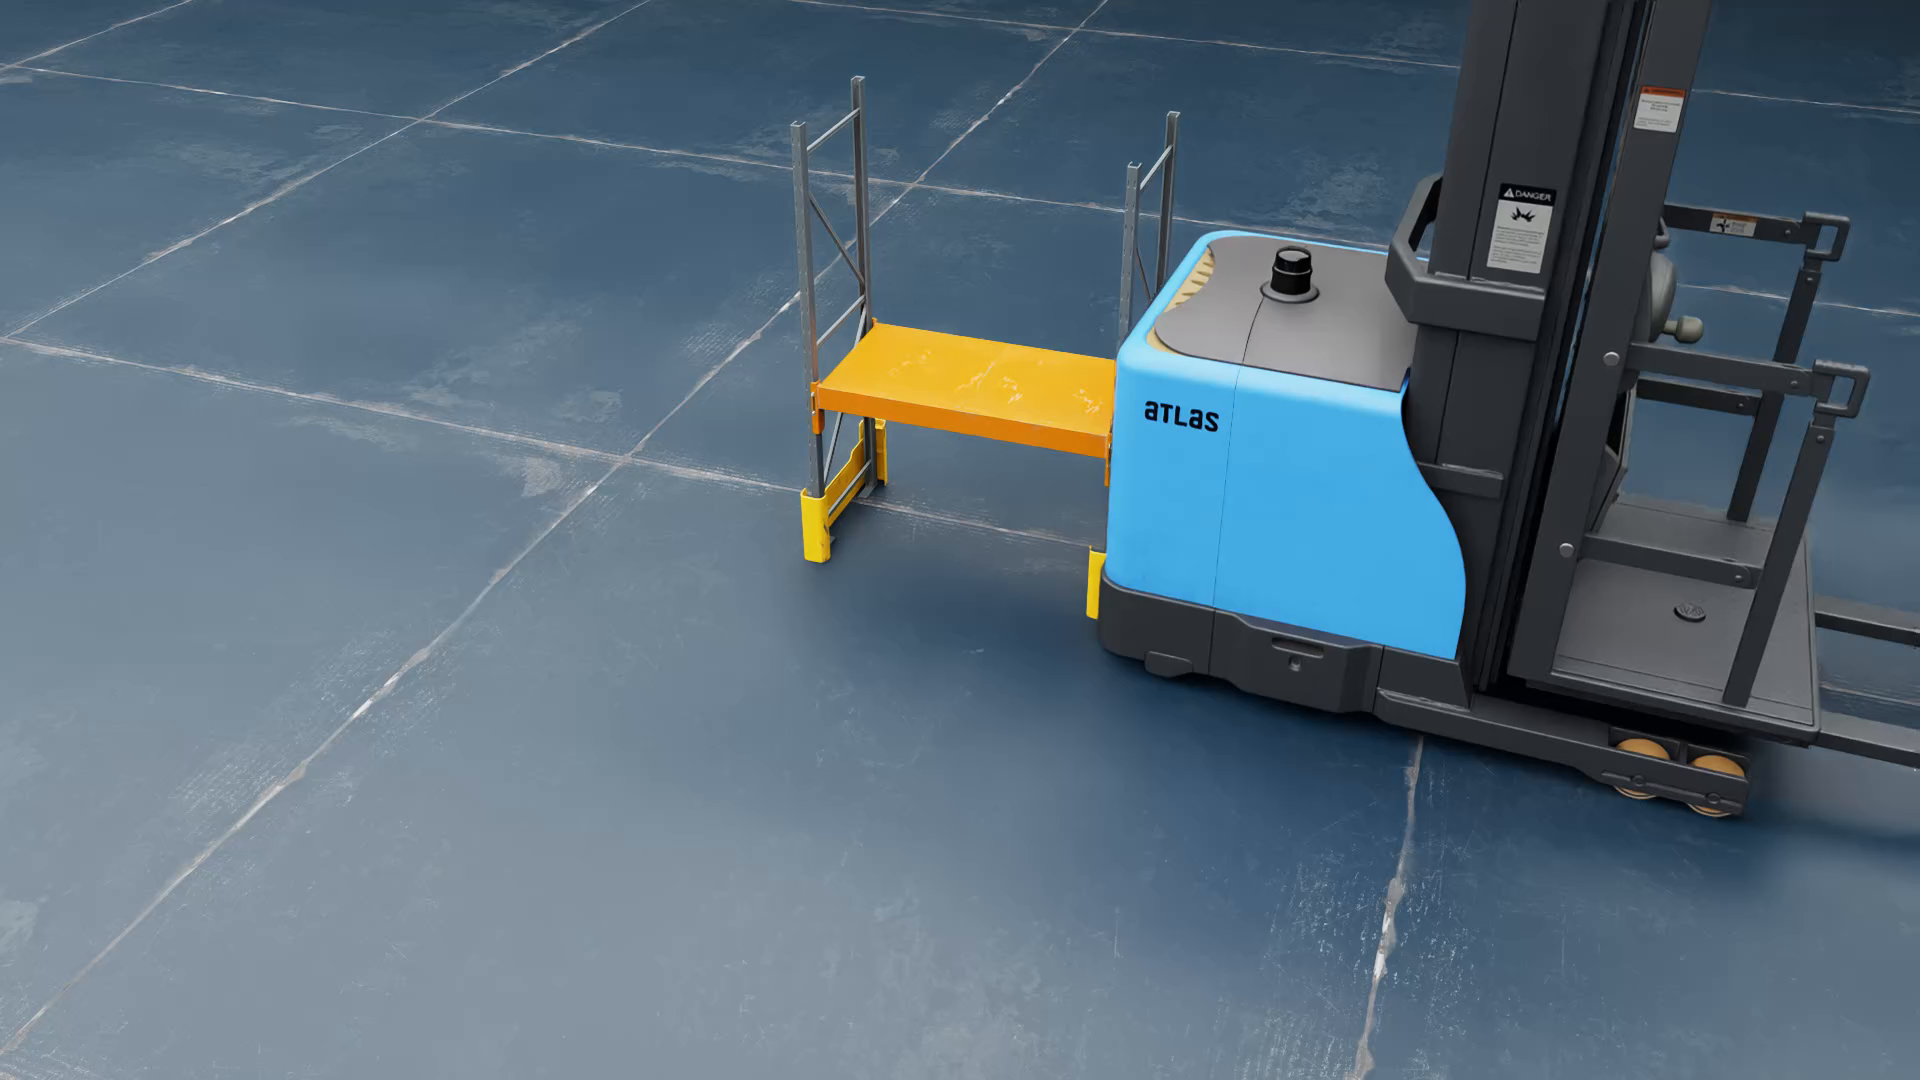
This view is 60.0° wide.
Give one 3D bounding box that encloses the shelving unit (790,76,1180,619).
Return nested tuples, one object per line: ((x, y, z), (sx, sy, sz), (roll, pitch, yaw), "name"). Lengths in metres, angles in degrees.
((0.072, -0.616, 5.322), (1.083, 1.500, 0.587), (11, 34, 16), "shelving unit")

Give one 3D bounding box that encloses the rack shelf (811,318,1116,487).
((0.080, -0.463, 5.417), (1.000, 0.185, 0.538), (11, 34, 16), "rack shelf")

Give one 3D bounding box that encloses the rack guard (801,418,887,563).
((-0.397, -0.182, 5.802), (0.087, 0.250, 0.587), (11, 34, 16), "rack guard")

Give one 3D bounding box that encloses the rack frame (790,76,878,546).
((-0.398, -0.708, 5.463), (0.032, 1.500, 0.500), (11, 34, 16), "rack frame")

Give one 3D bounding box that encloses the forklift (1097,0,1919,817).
((1.994, -0.799, 4.285), (3.031, 2.935, 1.130), (12, 35, 18), "forklift")

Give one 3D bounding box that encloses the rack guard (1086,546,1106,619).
((0.540, 0.000, 5.519), (0.087, 0.250, 0.587), (11, 34, 16), "rack guard")

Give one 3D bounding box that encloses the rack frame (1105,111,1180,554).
((0.559, -0.521, 5.175), (0.032, 1.500, 0.500), (11, 34, 16), "rack frame")
